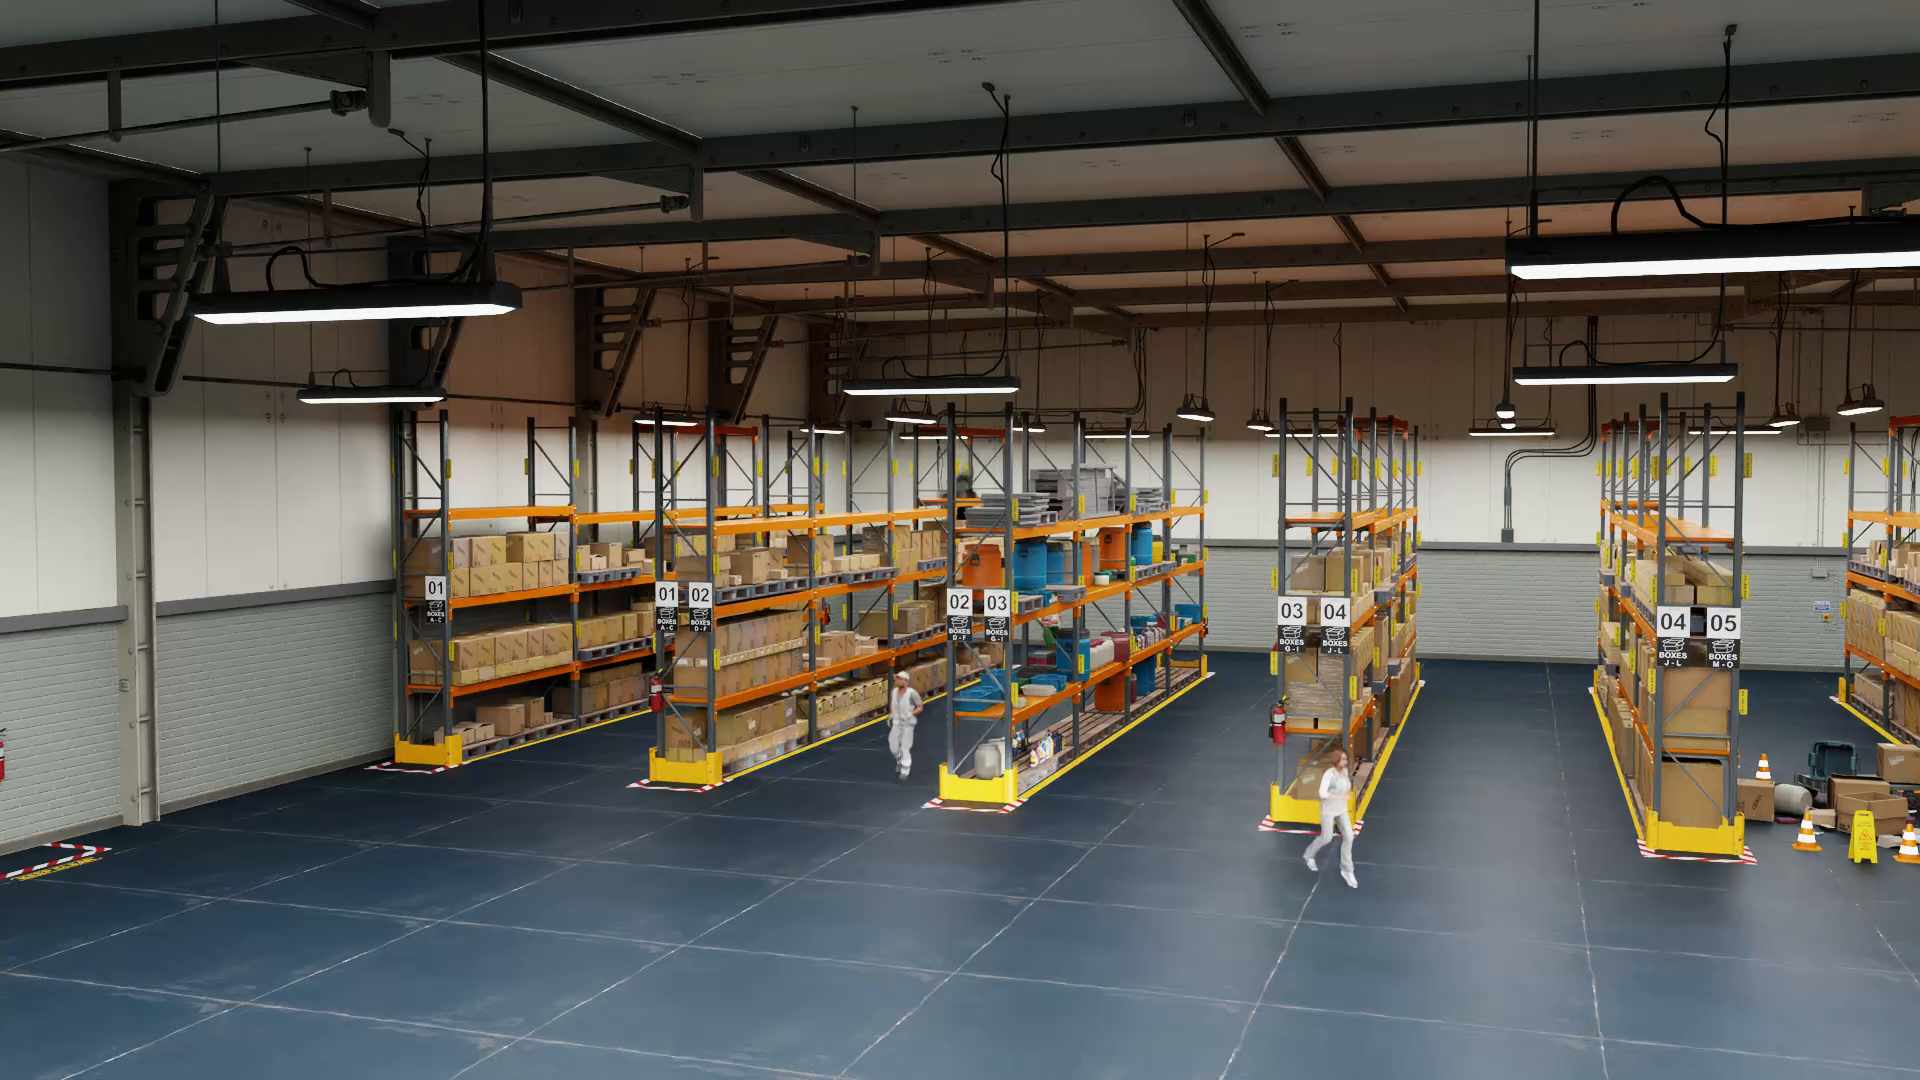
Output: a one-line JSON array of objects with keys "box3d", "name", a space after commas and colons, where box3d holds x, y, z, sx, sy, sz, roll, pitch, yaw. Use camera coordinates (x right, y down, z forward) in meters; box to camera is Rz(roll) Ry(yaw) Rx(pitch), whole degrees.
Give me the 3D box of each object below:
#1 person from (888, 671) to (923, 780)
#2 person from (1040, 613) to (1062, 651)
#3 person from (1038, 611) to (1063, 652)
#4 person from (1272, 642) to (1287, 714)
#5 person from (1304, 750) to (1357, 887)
[{"box3d": [-0.913, 2.981, 26.680, 0.638, 1.748, 0.606, 1, 3, 24], "name": "person"}, {"box3d": [2.313, 2.195, 41.724, 0.662, 1.674, 0.496, -1, 3, -25], "name": "person"}, {"box3d": [2.173, 2.133, 40.604, 0.653, 1.797, 0.941, 0, 2, 8], "name": "person"}, {"box3d": [6.755, 2.687, 34.270, 0.686, 1.724, 0.986, 1, 3, 19], "name": "person"}, {"box3d": [4.519, 3.386, 20.223, 0.562, 1.523, 0.866, -2, 3, -34], "name": "person"}]
